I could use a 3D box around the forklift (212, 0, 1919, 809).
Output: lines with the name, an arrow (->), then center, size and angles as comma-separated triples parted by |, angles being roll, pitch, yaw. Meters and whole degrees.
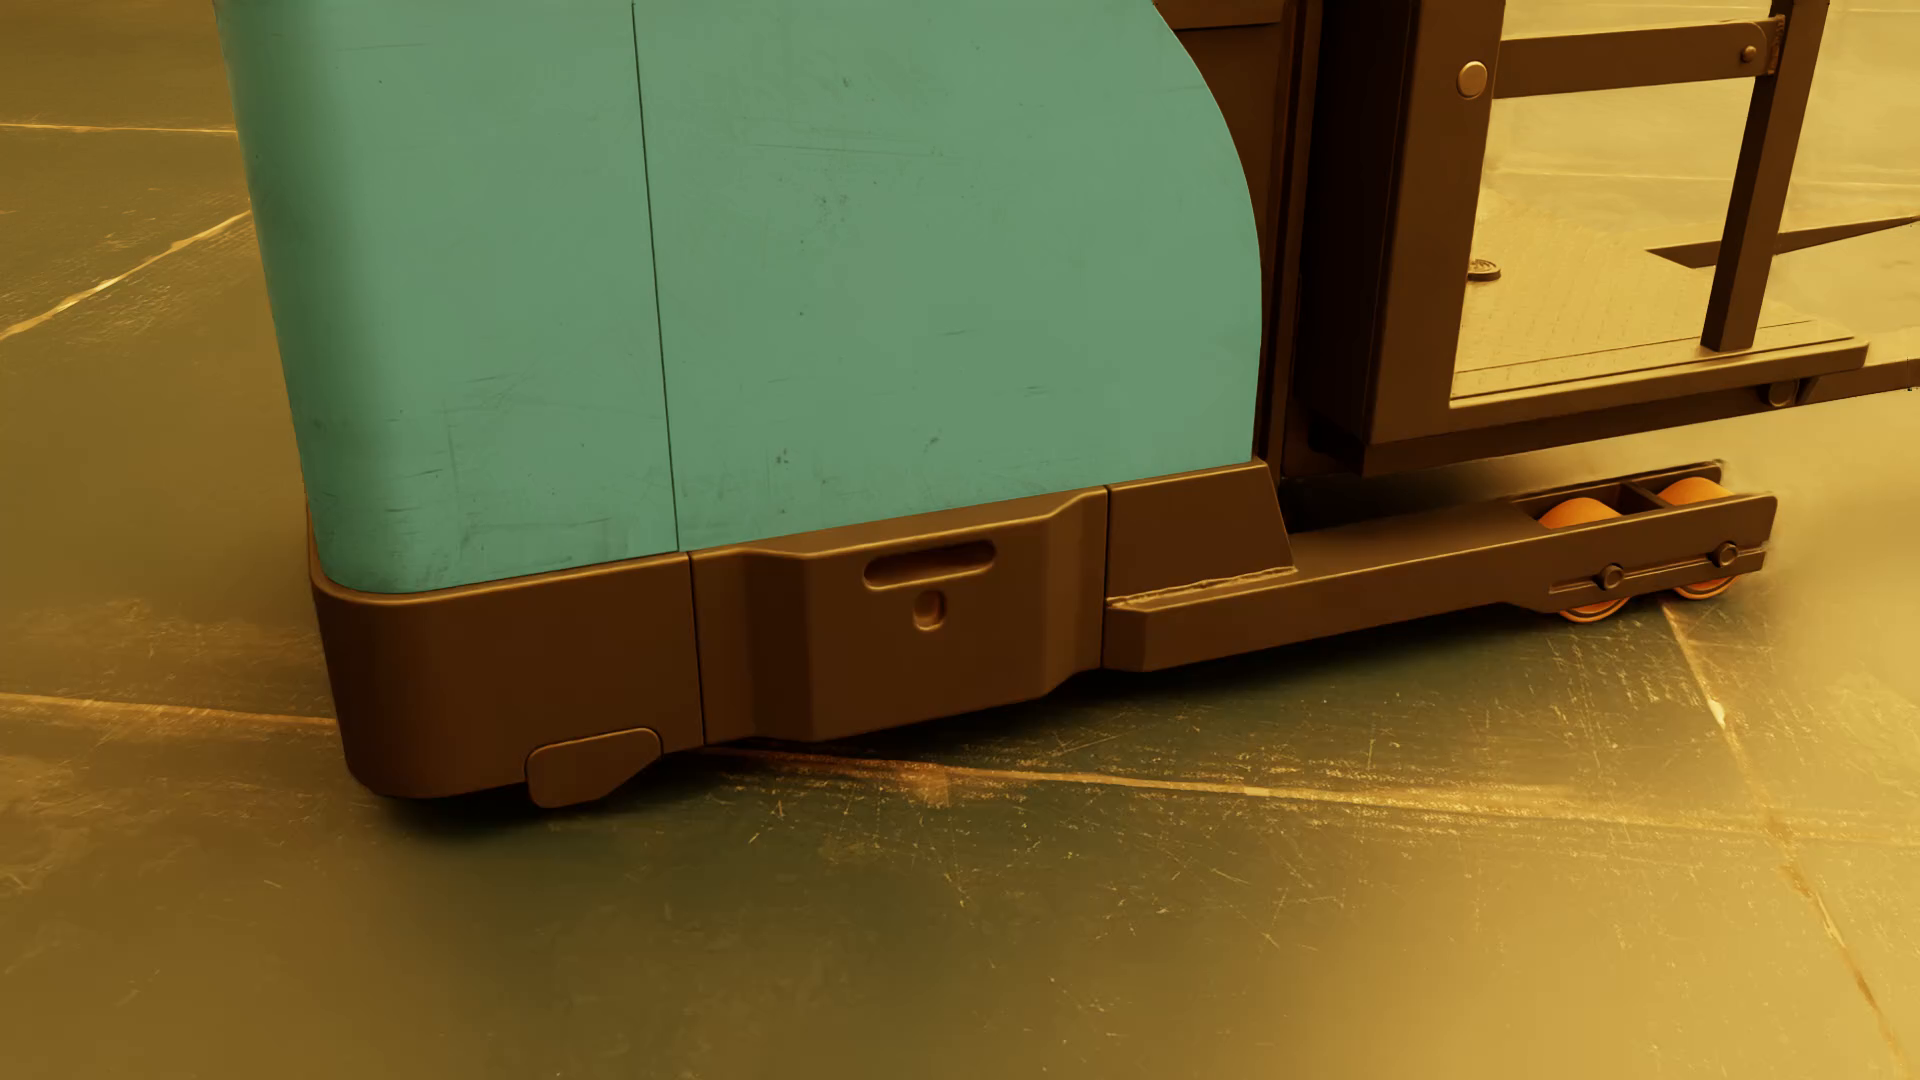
forklift -> 0.596, -1.410, 2.043 | 3.031, 2.935, 1.130 | -9, 28, -18
